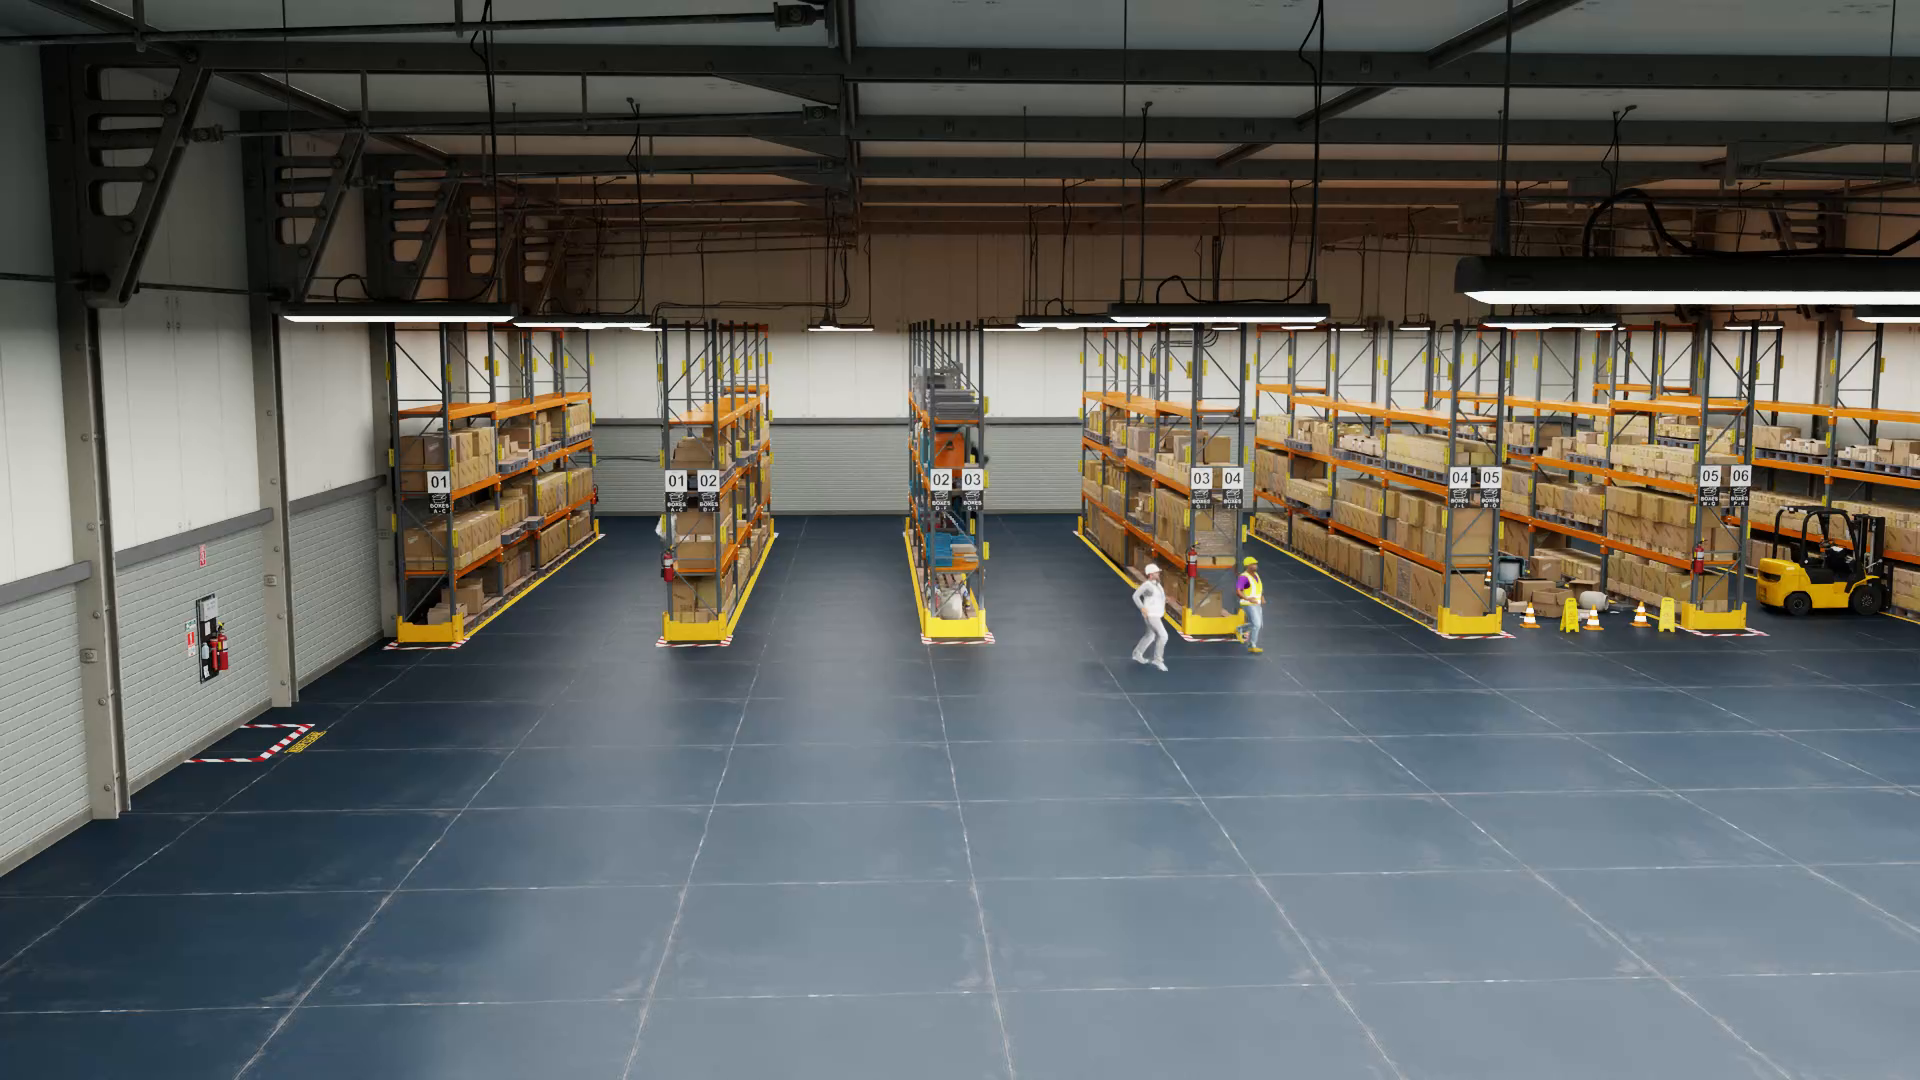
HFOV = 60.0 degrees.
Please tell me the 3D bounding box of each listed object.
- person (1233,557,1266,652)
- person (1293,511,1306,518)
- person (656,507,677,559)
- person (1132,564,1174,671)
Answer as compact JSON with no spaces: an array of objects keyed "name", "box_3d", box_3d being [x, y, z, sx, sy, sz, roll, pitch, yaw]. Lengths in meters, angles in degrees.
[{"name":"person","box_3d":[5.205,1.153,30.084,0.644,1.722,0.722,5,9,37]},{"name":"person","box_3d":[9.829,-1.282,49.328,1.051,1.768,0.707,-1,7,-6]},{"name":"person","box_3d":[-6.929,0.010,39.621,0.623,1.688,0.785,-1,7,-7]},{"name":"person","box_3d":[3.305,1.326,28.555,0.767,1.832,0.625,3,8,24]}]
